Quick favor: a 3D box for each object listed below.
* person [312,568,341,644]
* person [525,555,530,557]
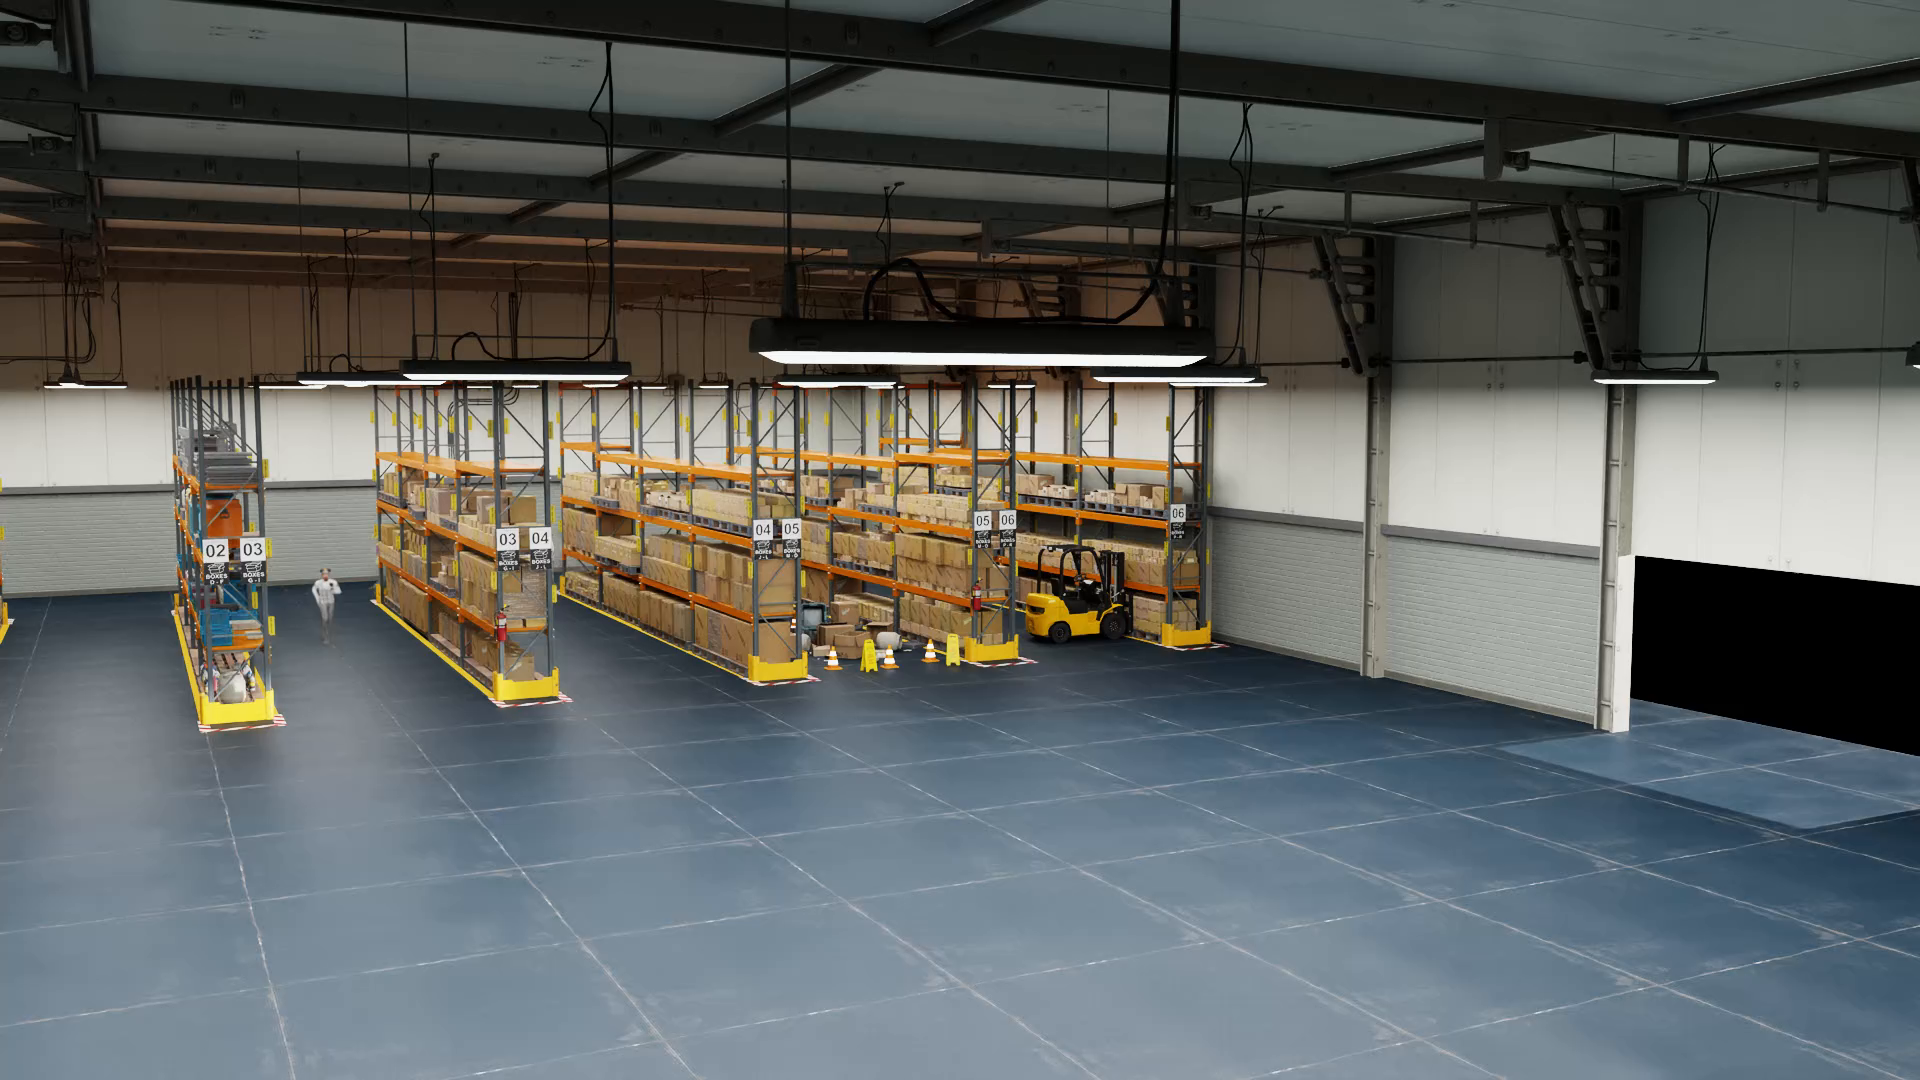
[{"bbox_3d":[-14.515,1.495,38.167,0.584,1.754,0.775,-3,6,-31],"label":"person"},{"bbox_3d":[-11.621,0.861,44.969,0.684,1.725,0.593,-2,6,-24],"label":"person"}]
